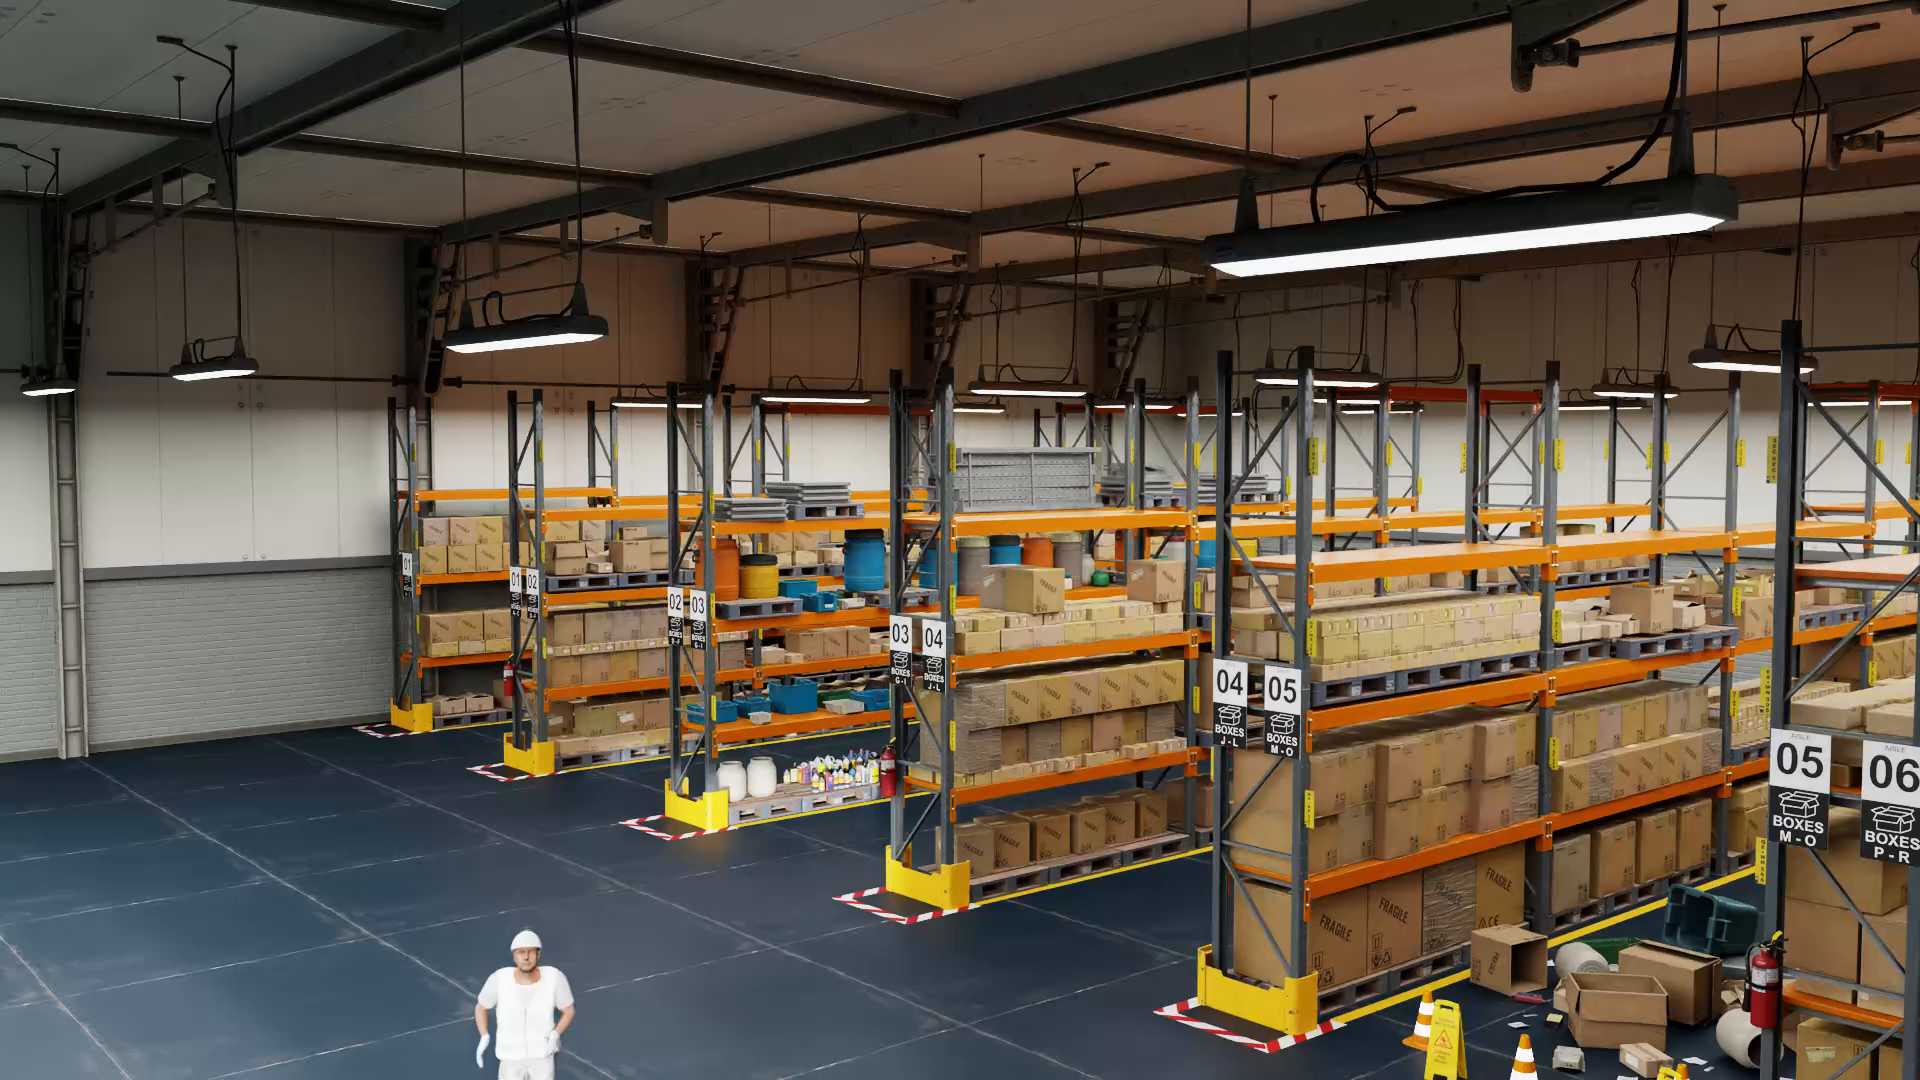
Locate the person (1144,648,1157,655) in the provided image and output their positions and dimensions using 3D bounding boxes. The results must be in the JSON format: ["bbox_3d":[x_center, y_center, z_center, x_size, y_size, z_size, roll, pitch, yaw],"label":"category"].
[{"bbox_3d":[3.824,2.396,32.469,0.699,1.769,0.933,3,4,41],"label":"person"}]

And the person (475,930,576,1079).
[{"bbox_3d":[-3.049,3.614,11.695,0.687,1.734,0.596,-1,3,-15],"label":"person"}]
